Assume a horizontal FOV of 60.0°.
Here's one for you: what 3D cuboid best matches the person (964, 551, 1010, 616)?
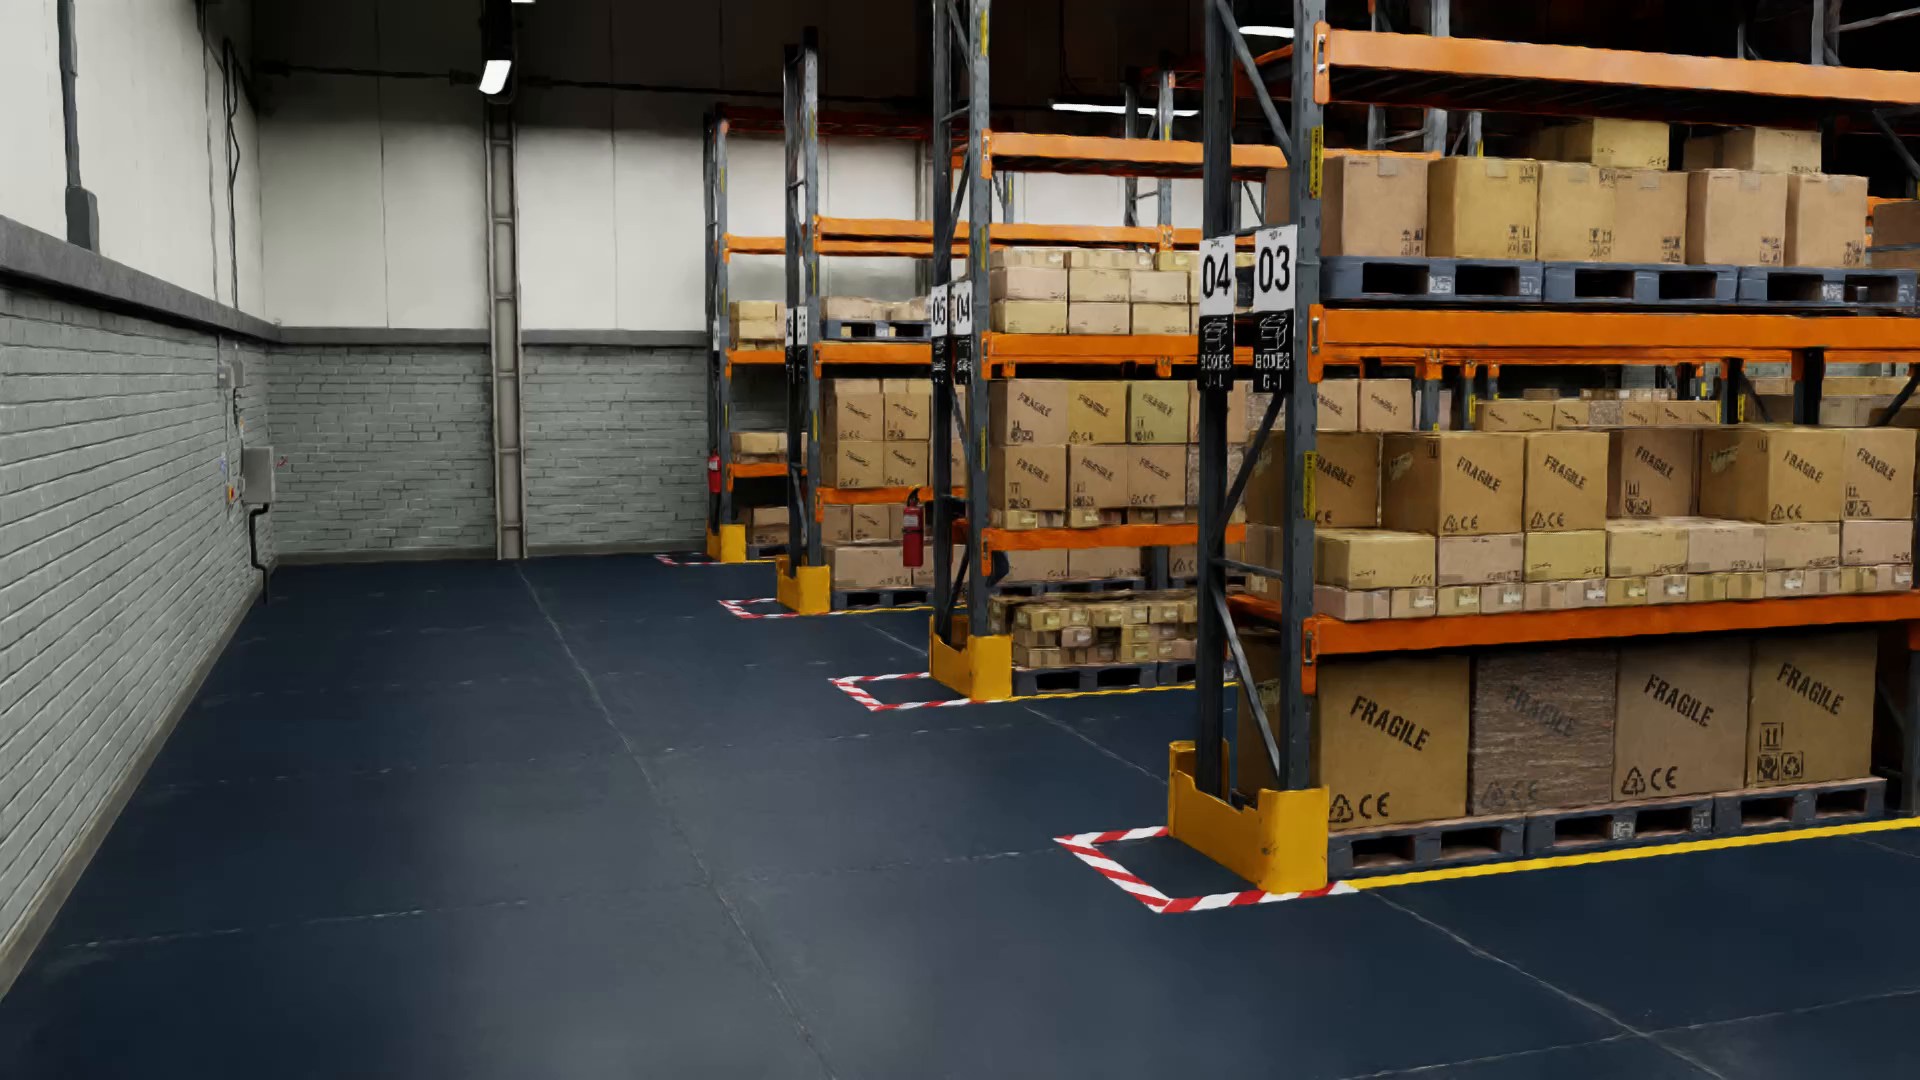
[{"bbox_3d":[0.248,-0.067,16.769,0.501,1.756,0.593,2,6,17],"label":"person"}]
